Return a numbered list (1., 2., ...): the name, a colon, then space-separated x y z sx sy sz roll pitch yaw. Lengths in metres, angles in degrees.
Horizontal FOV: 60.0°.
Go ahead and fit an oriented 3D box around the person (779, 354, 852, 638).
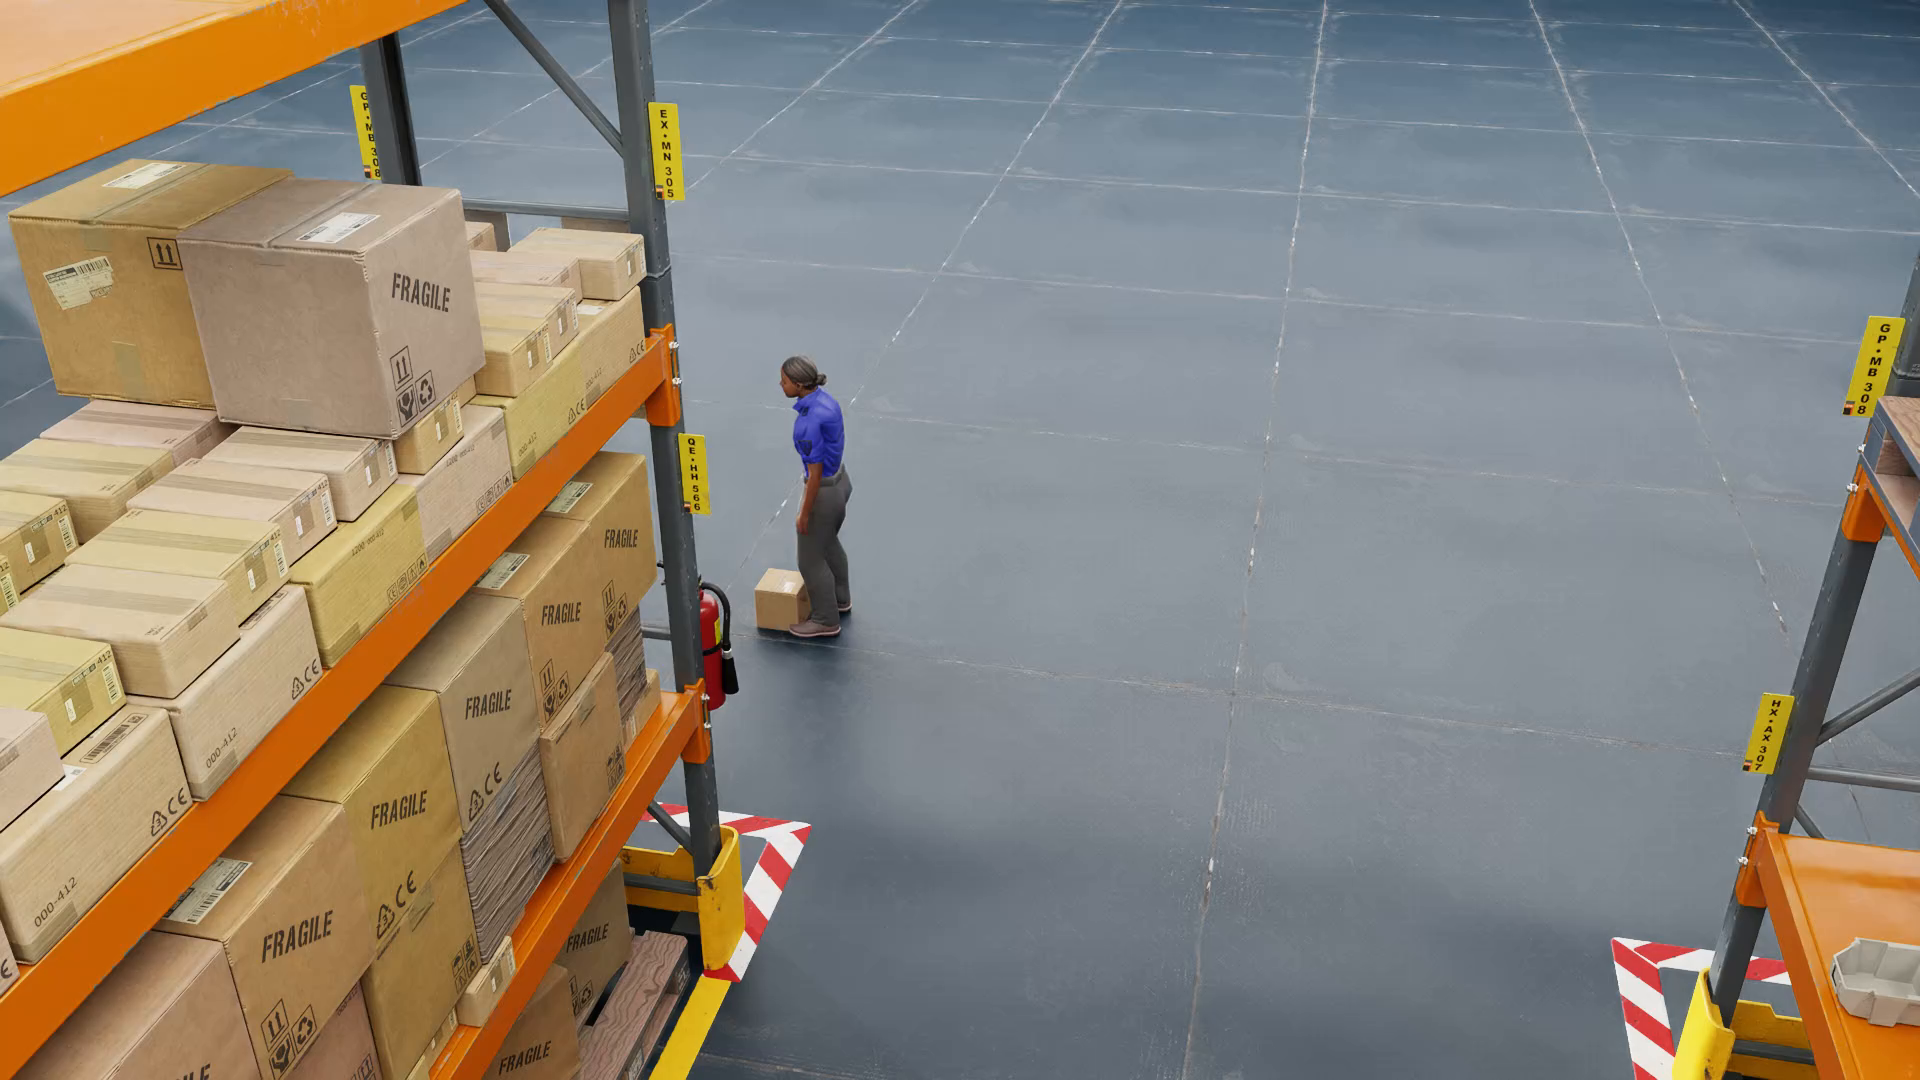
1. person: -0.776 -0.253 9.072 0.348 1.655 0.532 4 29 8
